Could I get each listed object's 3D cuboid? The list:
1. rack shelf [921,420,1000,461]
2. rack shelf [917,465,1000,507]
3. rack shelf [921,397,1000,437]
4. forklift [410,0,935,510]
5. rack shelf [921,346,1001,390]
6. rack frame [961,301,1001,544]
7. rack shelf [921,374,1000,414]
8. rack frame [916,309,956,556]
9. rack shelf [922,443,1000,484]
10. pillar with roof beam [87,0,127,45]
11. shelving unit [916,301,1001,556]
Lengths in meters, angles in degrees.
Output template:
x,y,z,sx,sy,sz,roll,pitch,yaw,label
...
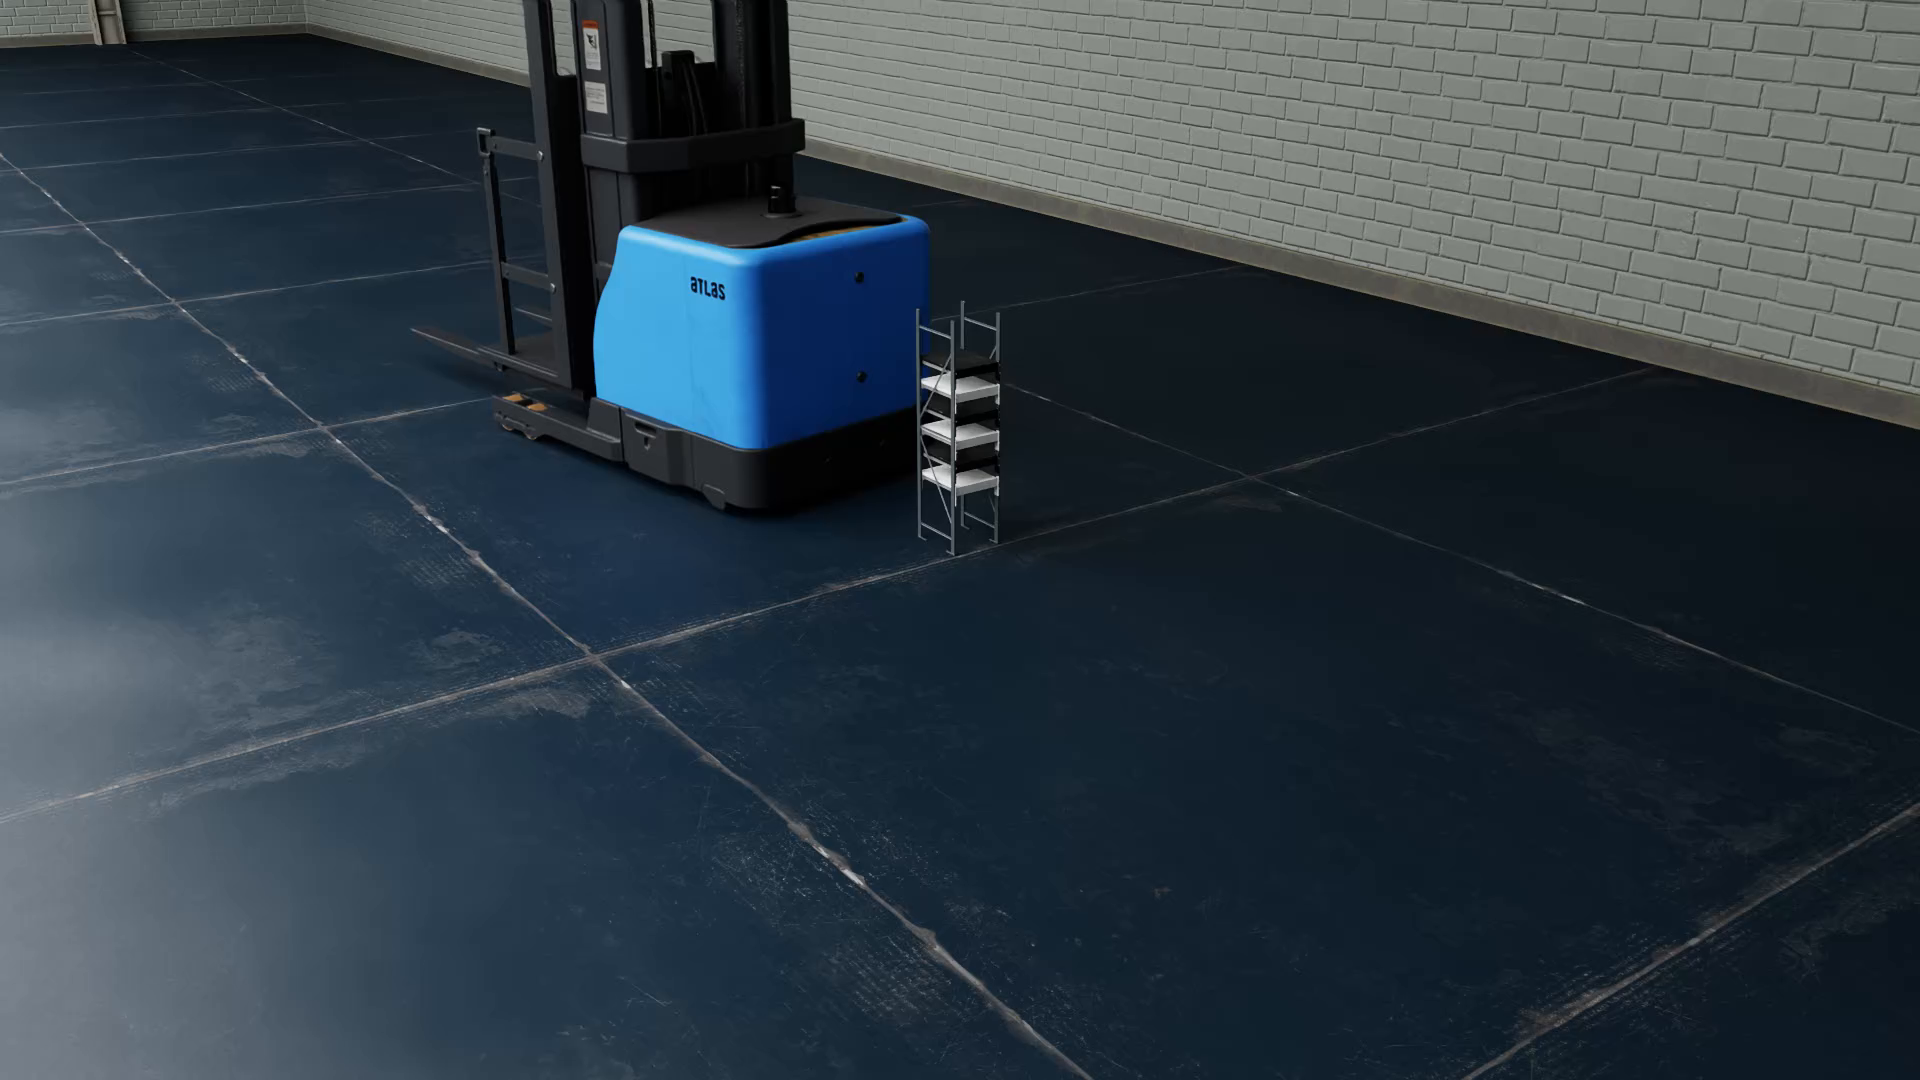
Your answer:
x,y,z,sx,sy,sz,roll,pitch,yaw,label
-0.007,-0.385,6.238,0.200,0.077,0.258,-15,26,-33,rack shelf
-0.007,-0.218,6.304,0.200,0.077,0.258,-15,26,-33,rack shelf
-0.007,-0.469,6.204,0.200,0.077,0.258,-15,26,-33,rack shelf
-1.508,-1.932,7.284,3.031,2.935,1.130,20,29,41,forklift
-0.007,-0.636,6.137,0.200,0.077,0.258,-15,26,-33,rack shelf
0.076,-0.438,6.280,0.006,0.900,0.240,-15,26,-33,rack frame
-0.007,-0.552,6.171,0.200,0.077,0.258,-15,26,-33,rack shelf
-0.089,-0.394,6.170,0.006,0.900,0.240,-15,26,-33,rack frame
-0.007,-0.302,6.271,0.200,0.077,0.258,-15,26,-33,rack shelf
-10.455,-10.467,20.485,0.400,9.000,9.100,-15,26,-33,pillar with roof beam
-0.007,-0.416,6.225,0.210,0.900,0.258,-15,26,-33,shelving unit
